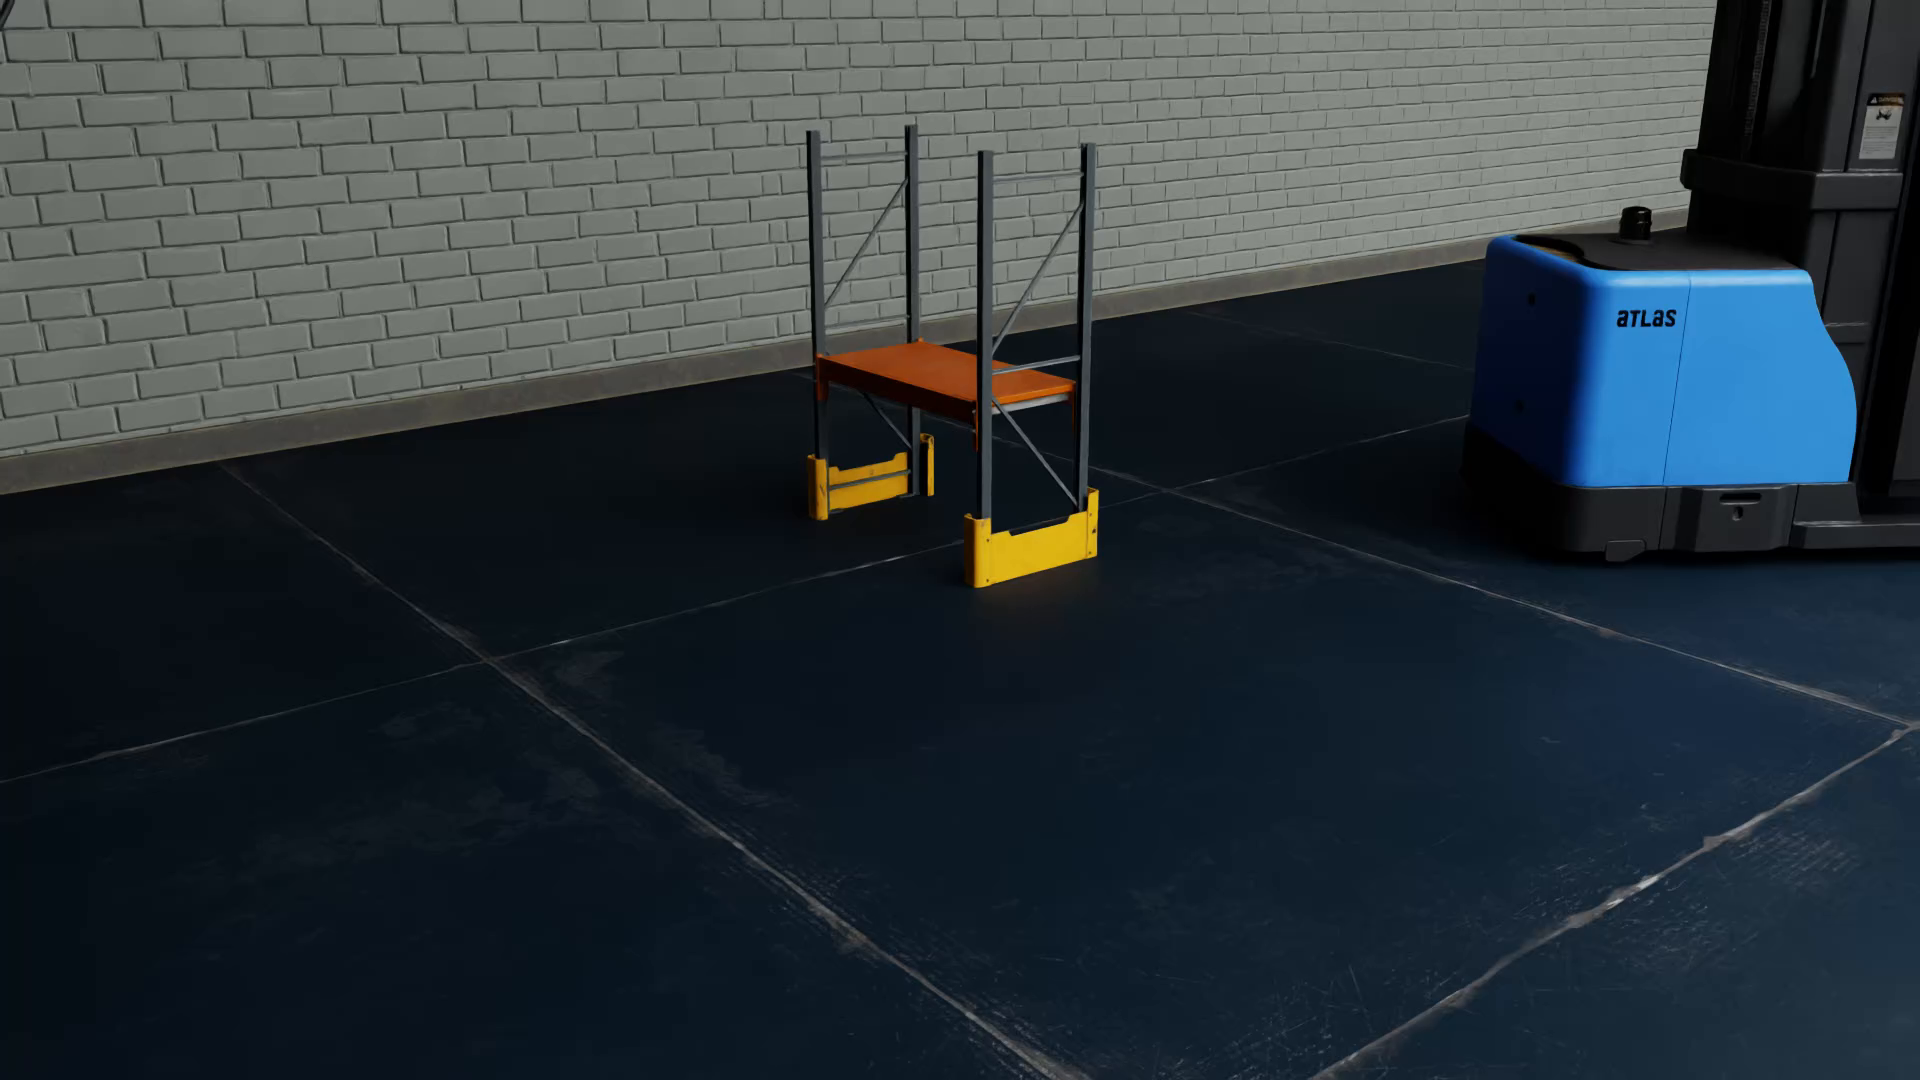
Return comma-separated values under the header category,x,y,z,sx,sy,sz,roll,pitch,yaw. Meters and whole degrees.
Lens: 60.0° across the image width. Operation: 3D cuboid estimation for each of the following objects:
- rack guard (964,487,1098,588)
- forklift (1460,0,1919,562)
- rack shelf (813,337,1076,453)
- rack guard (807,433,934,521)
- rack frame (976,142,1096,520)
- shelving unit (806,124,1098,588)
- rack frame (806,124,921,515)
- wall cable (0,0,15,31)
category,x,y,z,sx,sy,sz,roll,pitch,yaw
rack guard,0.262,-0.015,6.009,0.587,0.250,0.087,-14,23,-36
forklift,3.620,-1.477,6.159,3.031,2.935,1.130,-1,18,-4
rack shelf,-0.053,-0.562,6.247,0.538,0.185,1.000,-14,23,-36
rack guard,-0.357,-0.260,6.751,0.587,0.250,0.087,-14,23,-36
rack frame,0.263,-0.608,5.812,0.500,1.500,0.032,-14,23,-36
shelving unit,-0.047,-0.731,6.183,0.587,1.500,1.083,-14,23,-36
rack frame,-0.369,-0.858,6.569,0.500,1.500,0.032,-14,23,-36
wall cable,-4.874,-2.756,5.308,3.097,2.526,0.112,-14,23,-36
